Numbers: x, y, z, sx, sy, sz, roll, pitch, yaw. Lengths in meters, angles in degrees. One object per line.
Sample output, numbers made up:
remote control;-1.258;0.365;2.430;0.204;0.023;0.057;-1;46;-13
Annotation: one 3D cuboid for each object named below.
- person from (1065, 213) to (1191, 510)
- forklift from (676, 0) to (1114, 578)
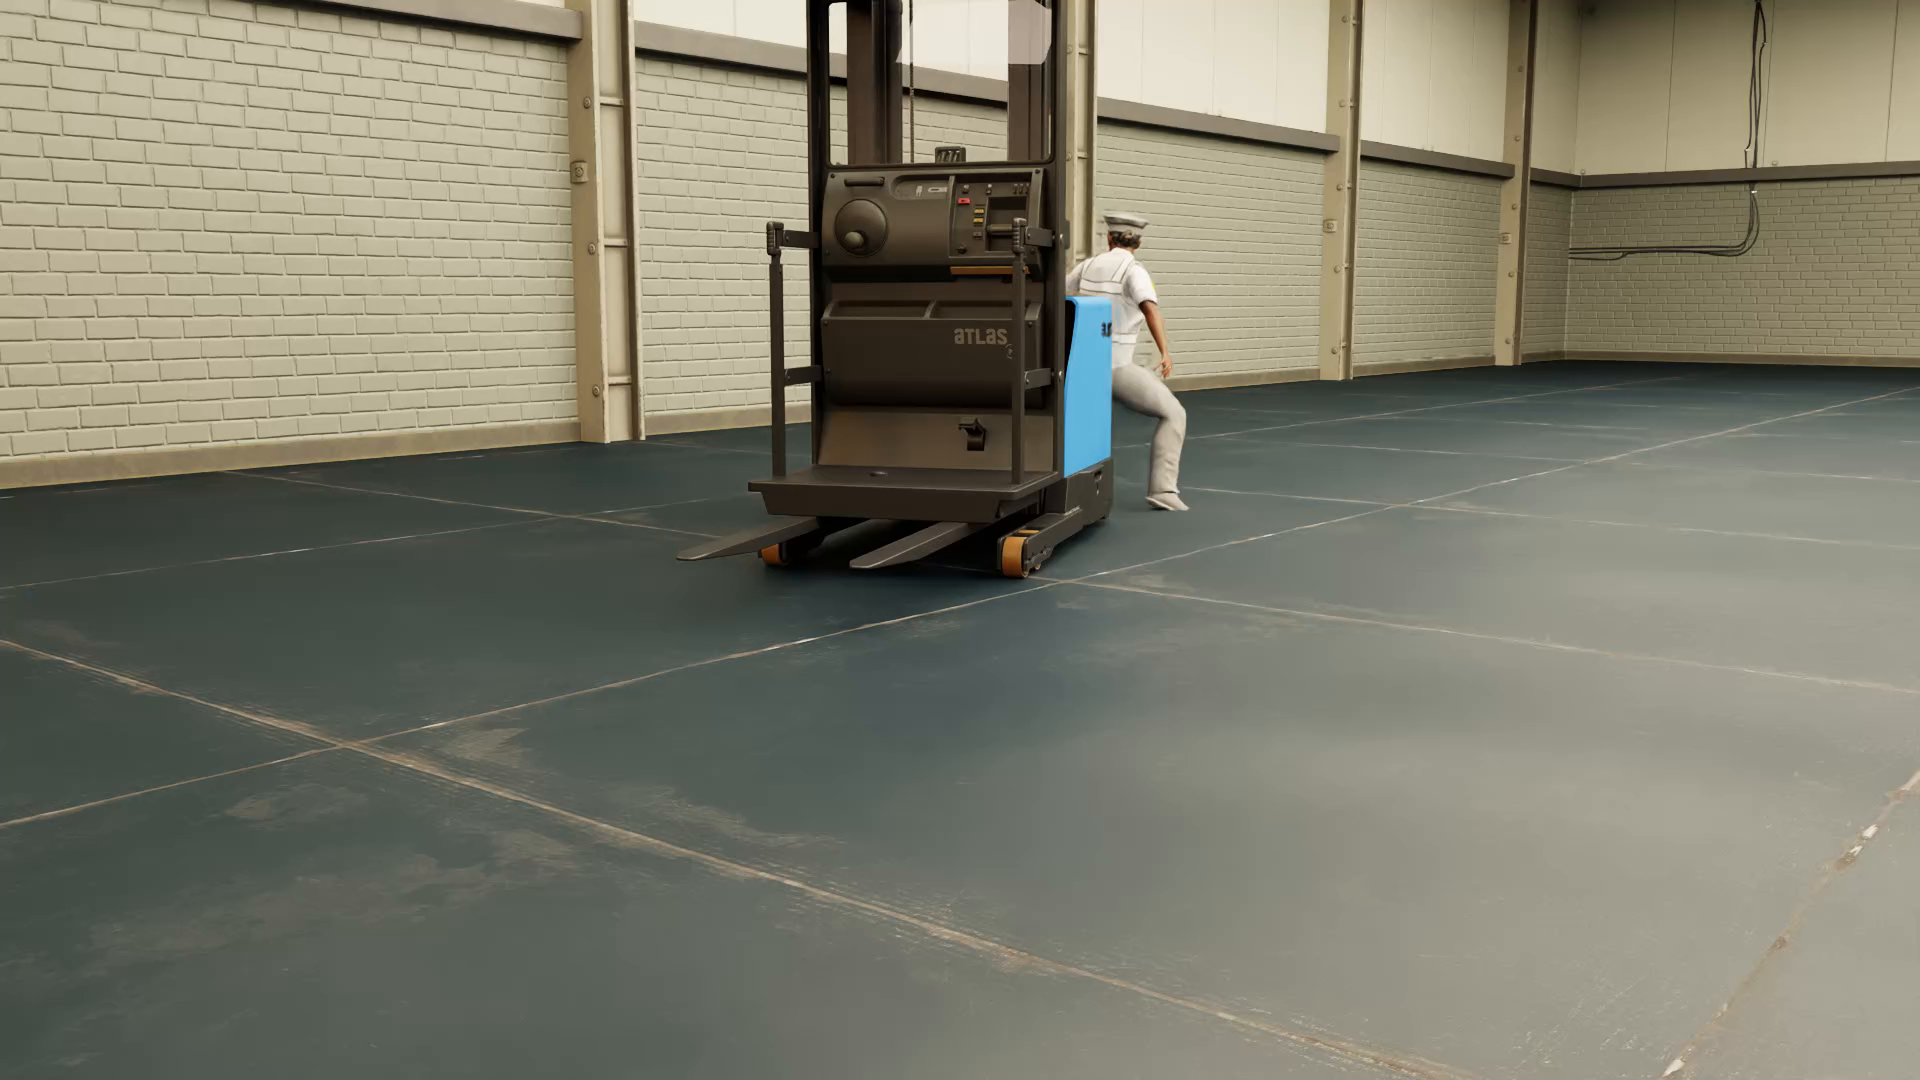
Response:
person;0.814;-0.899;8.597;0.480;1.563;1.110;-6;10;-33
forklift;-0.176;-1.366;6.616;1.130;2.935;3.031;3;9;17
